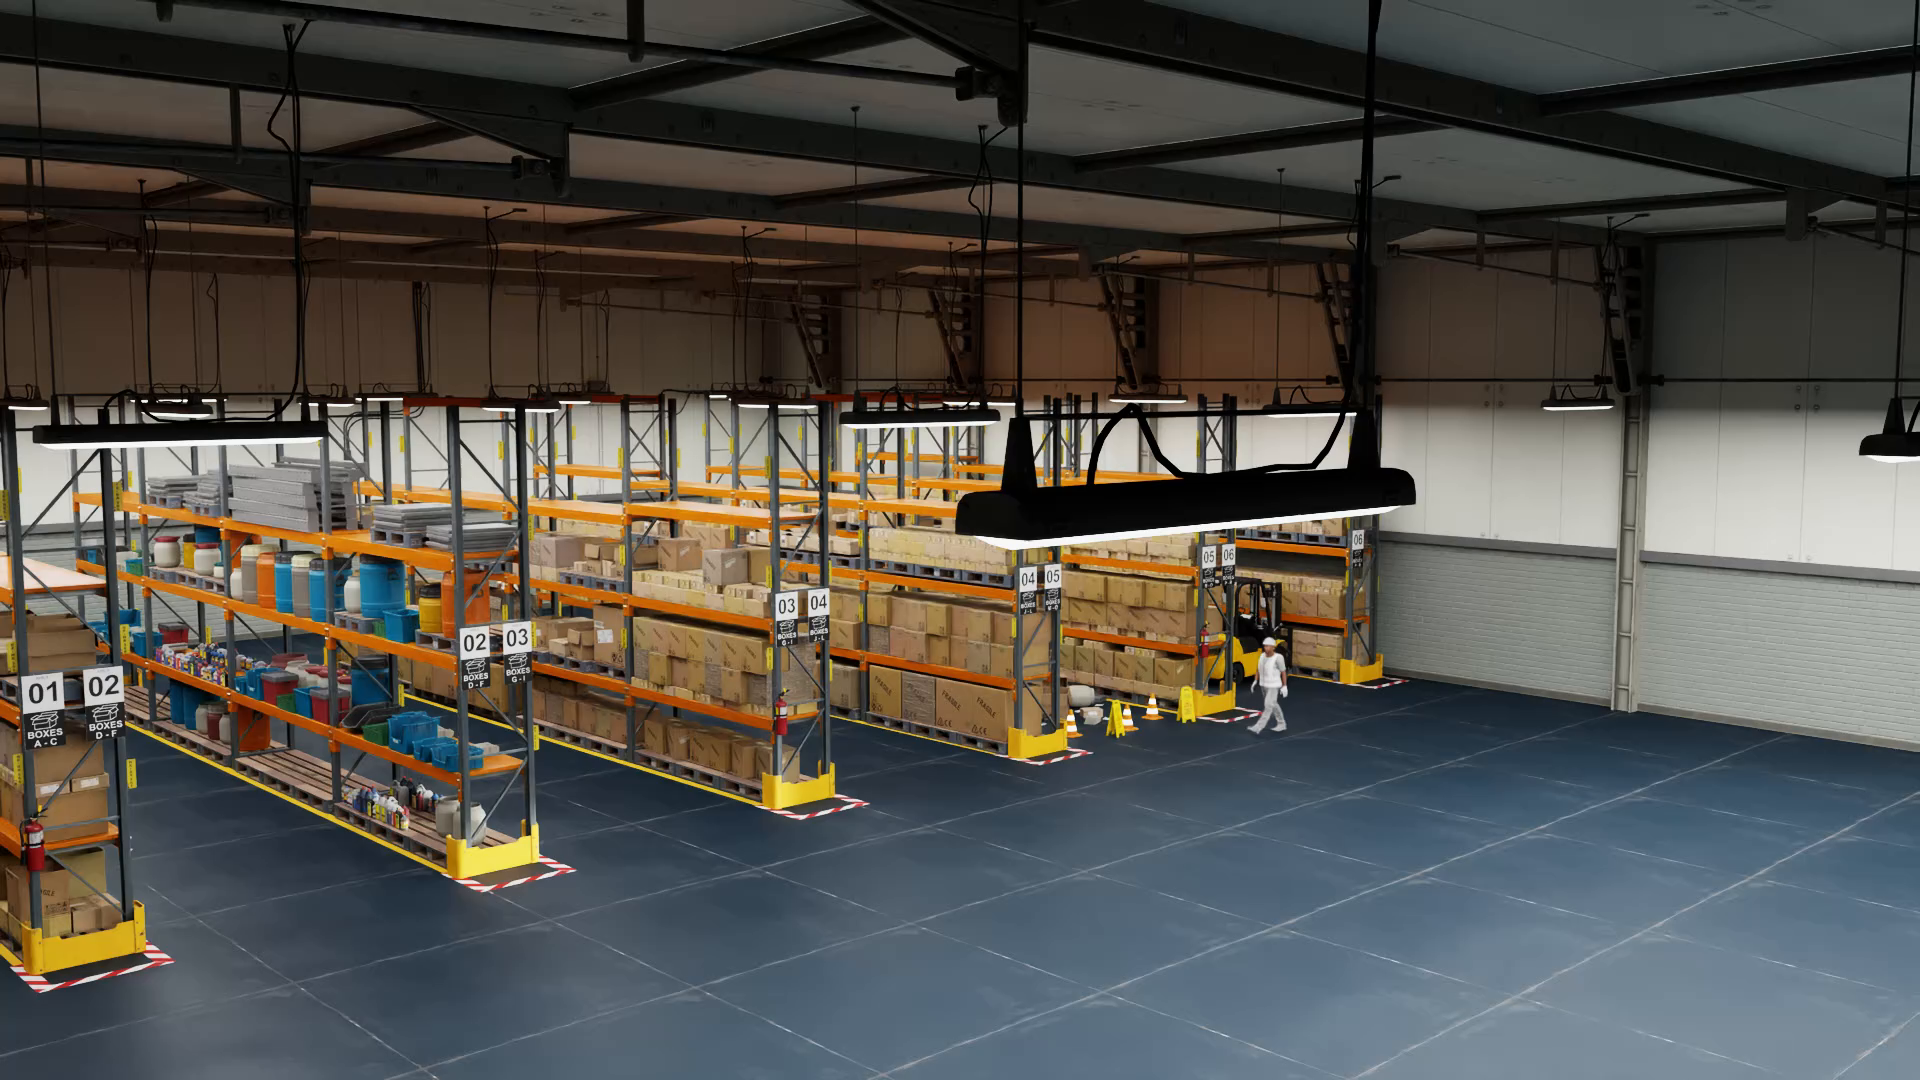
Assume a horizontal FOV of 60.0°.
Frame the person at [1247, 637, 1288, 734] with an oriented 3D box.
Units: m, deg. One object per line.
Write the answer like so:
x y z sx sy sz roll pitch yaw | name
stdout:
5.424 2.589 29.577 1.062 1.718 0.561 -3 6 -28 | person

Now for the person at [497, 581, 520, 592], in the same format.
-11.504 1.366 42.421 0.558 1.709 1.116 -1 6 -10 | person
